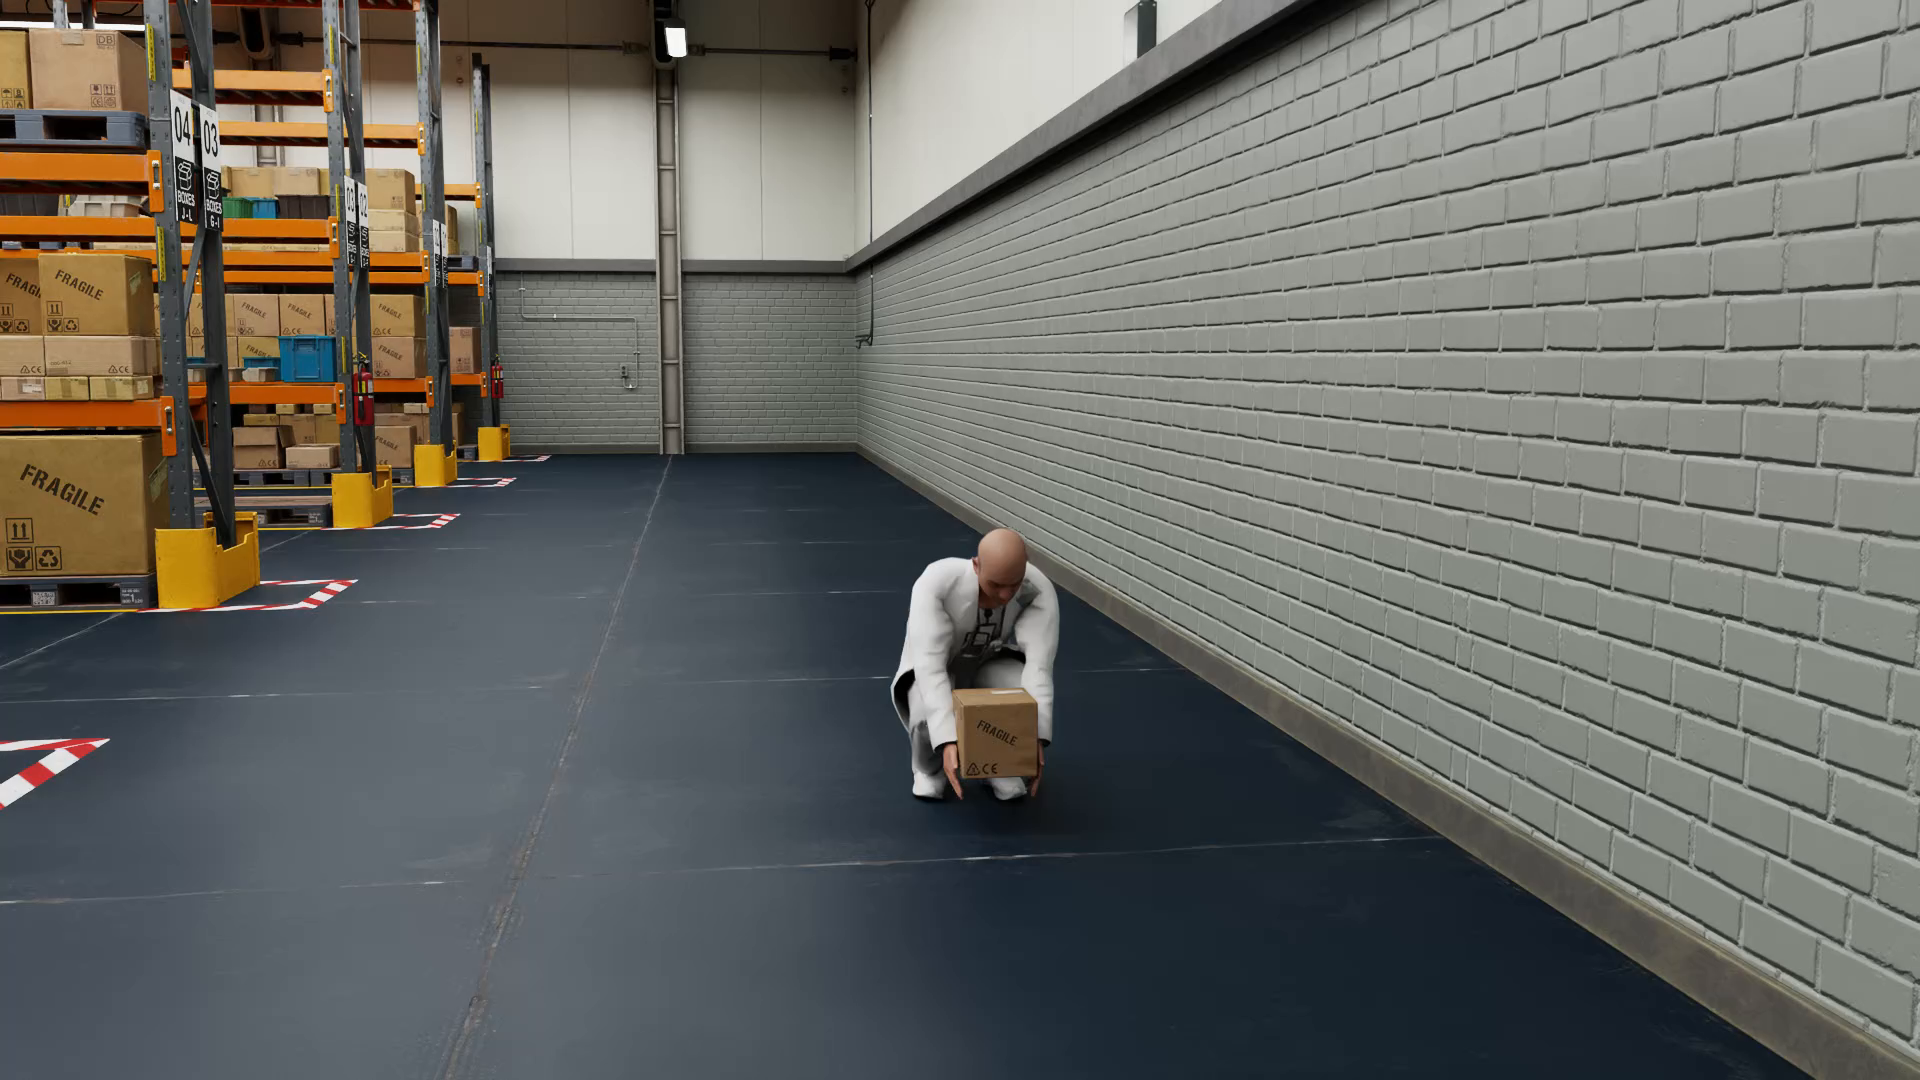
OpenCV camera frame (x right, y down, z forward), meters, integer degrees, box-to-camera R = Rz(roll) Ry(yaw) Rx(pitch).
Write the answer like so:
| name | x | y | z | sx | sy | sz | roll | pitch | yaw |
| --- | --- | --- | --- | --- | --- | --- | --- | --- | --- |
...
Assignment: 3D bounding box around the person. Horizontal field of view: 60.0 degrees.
| name | x | y | z | sx | sy | sz | roll | pitch | yaw |
| --- | --- | --- | --- | --- | --- | --- | --- | --- | --- |
| person | 0.054 | 0.436 | 5.893 | 0.589 | 1.004 | 0.910 | -1 | 6 | -9 |
